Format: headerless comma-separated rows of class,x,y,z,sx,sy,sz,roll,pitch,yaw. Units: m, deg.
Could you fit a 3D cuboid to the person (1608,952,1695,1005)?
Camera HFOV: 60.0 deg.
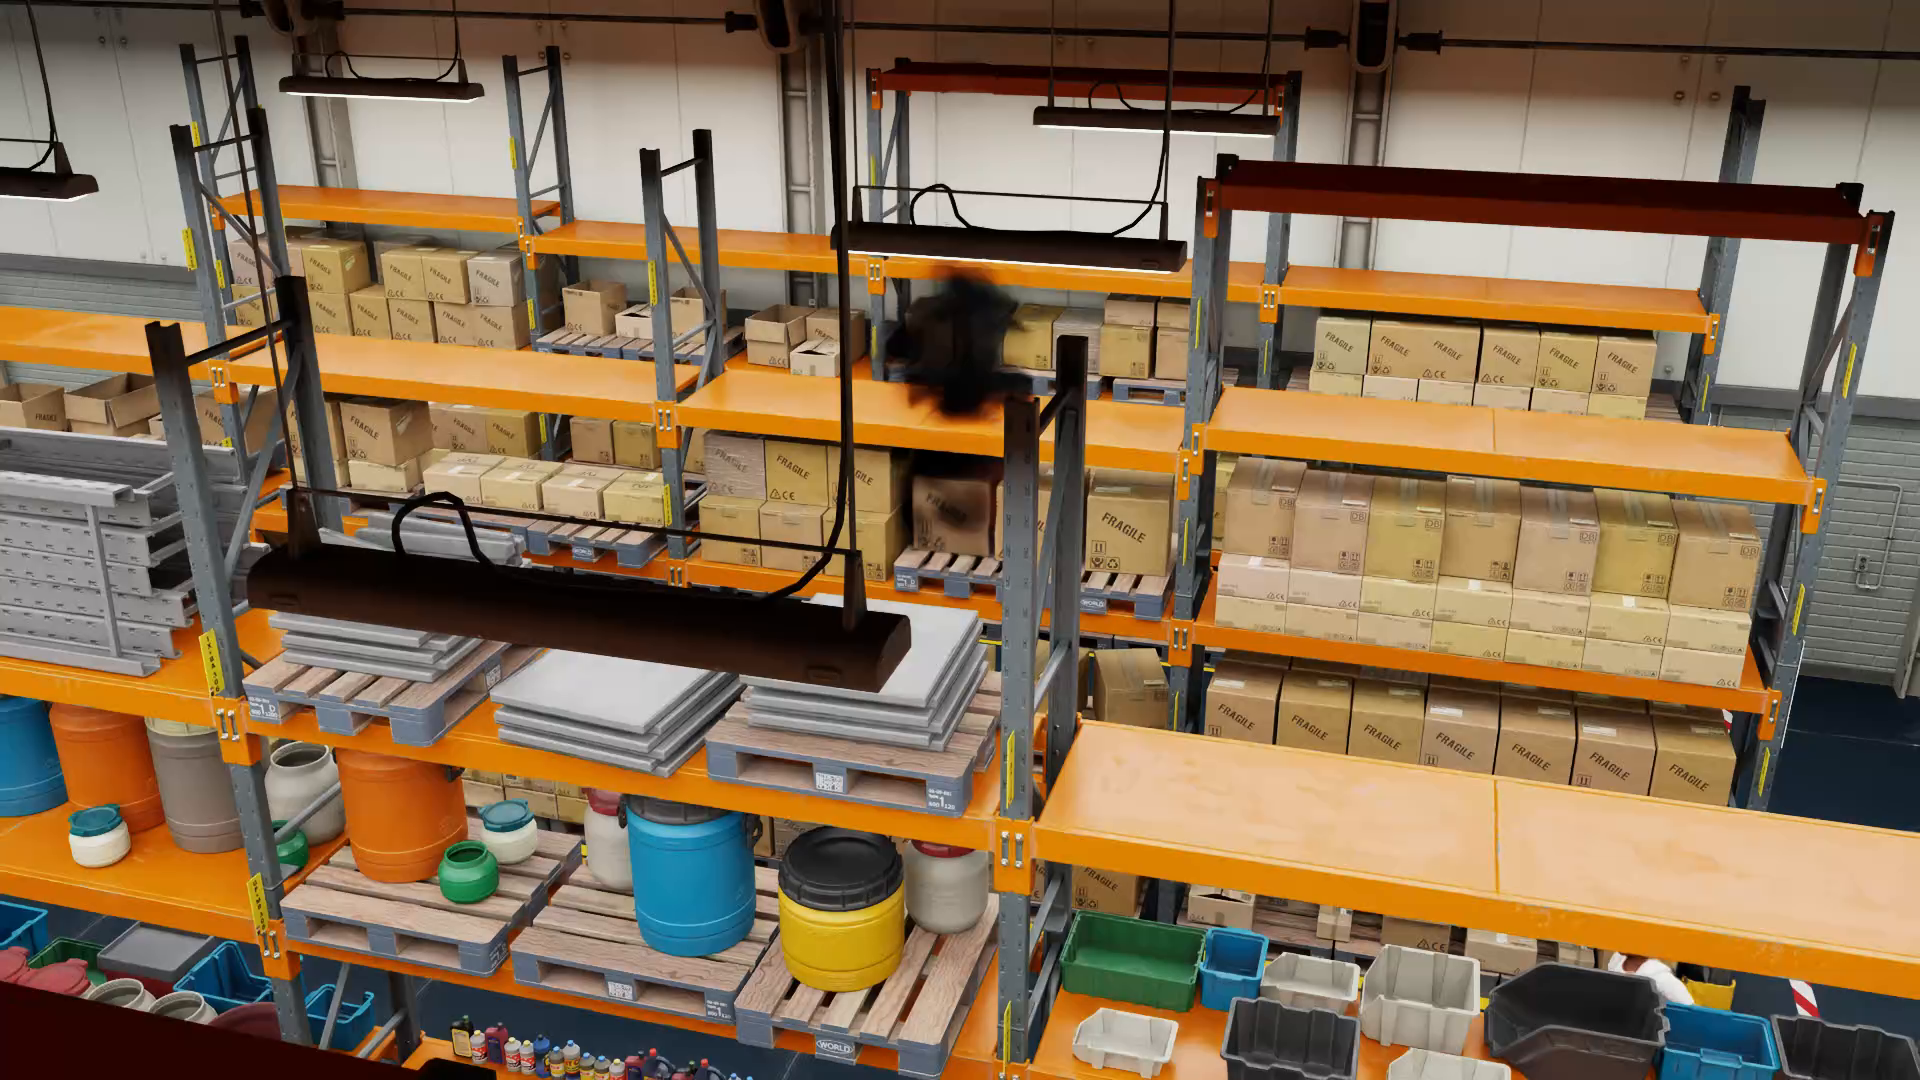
person,4.380,3.223,10.781,0.897,1.778,0.717,-1,23,-3
